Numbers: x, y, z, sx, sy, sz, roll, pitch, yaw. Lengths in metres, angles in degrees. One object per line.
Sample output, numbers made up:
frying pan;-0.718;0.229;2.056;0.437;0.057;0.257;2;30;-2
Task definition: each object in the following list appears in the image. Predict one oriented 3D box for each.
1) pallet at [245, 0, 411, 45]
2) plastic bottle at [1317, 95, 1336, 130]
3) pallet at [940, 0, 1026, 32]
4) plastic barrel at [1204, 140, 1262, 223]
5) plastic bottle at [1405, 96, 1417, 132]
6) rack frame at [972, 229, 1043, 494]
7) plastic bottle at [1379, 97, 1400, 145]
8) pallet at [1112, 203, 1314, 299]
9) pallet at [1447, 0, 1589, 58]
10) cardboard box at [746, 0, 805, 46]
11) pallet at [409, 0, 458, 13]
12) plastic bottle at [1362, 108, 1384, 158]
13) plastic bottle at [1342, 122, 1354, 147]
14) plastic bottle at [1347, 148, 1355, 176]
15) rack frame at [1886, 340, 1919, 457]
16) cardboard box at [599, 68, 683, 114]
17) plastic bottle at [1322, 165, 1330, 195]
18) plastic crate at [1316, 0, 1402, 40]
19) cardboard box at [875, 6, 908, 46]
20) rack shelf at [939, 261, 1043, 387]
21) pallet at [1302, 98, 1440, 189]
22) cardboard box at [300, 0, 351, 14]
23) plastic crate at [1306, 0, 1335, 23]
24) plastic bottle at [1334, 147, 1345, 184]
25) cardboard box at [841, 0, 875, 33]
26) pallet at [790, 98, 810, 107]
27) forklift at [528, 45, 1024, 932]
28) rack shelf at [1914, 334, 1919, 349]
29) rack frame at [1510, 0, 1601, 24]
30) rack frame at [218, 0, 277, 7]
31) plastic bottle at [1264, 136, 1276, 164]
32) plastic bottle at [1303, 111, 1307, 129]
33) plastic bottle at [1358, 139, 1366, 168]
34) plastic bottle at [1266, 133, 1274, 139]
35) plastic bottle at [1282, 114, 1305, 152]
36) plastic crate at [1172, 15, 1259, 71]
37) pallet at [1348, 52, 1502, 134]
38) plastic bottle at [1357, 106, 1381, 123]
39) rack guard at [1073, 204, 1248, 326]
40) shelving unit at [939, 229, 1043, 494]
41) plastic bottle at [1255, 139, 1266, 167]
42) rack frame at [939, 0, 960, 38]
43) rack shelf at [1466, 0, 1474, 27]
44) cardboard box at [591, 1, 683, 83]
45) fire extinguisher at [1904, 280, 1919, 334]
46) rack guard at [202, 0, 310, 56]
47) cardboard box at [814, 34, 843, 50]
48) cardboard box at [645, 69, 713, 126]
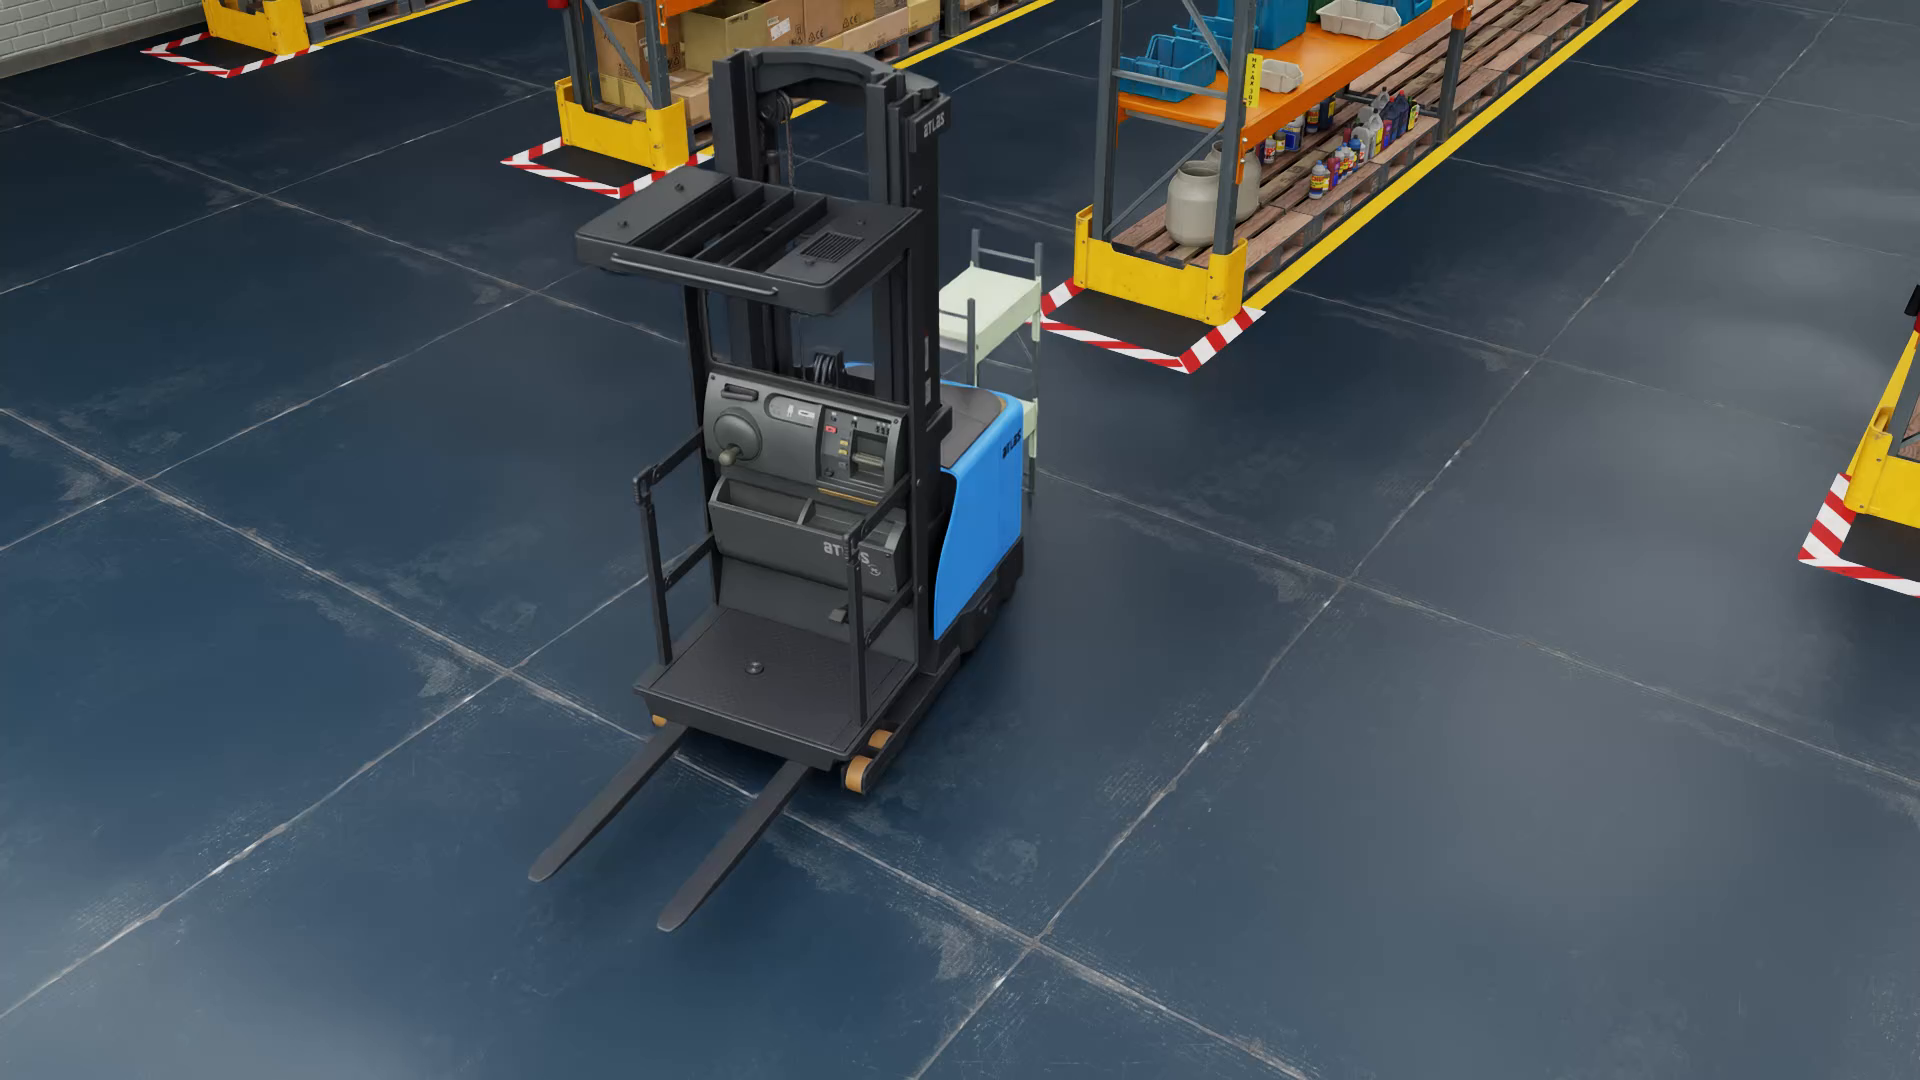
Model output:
pallet;-6.267;-5.271;16.531;1.003;0.211;1.213;21;39;28
plastic bottle;2.934;-3.504;13.402;0.144;0.351;0.185;21;39;28
pallet;-0.063;-5.485;16.848;1.003;0.211;1.213;21;39;28
plastic barrel;1.934;-2.565;11.887;0.421;0.512;0.421;0;34;0
plastic bottle;3.613;-3.435;13.359;0.061;0.283;0.133;23;41;30
rack frame;0.242;-0.939;8.976;0.400;1.500;0.023;17;38;23
plastic bottle;3.377;-3.313;13.118;0.144;0.351;0.185;19;39;26
pallet;1.808;-2.131;11.888;1.003;0.211;1.213;21;39;28
pallet;5.424;-5.046;16.199;1.003;0.211;1.213;21;39;28
cardboard box;-1.685;-4.434;14.215;0.500;0.500;0.500;21;39;28
pallet;-5.571;-5.830;17.358;1.003;0.211;1.213;21;39;28
plastic bottle;3.192;-3.164;12.899;0.144;0.351;0.185;21;39;28
plastic bottle;3.009;-3.096;12.859;0.061;0.283;0.133;21;39;28
plastic bottle;2.934;-2.871;12.599;0.097;0.201;0.097;0;34;0
rack frame;5.405;-1.282;8.143;1.000;3.000;0.127;21;39;28
cardboard box;-2.668;-3.824;13.982;0.500;0.250;0.500;21;39;28
plastic bottle;2.685;-2.669;12.300;0.097;0.201;0.097;0;34;0
plastic crate;2.899;-3.767;12.054;0.530;0.136;0.437;21;39;28
cardboard box;-0.829;-4.813;15.445;0.500;0.250;0.500;21;39;28
rack shelf;0.068;-1.082;8.491;0.431;0.370;0.720;17;38;23
pallet;3.199;-3.254;13.548;1.003;0.211;1.213;21;39;28
cardboard box;-6.335;-5.386;16.220;0.500;0.311;0.500;17;37;23
plastic crate;2.611;-4.082;12.473;0.450;0.188;0.662;21;39;28
plastic bottle;2.821;-2.808;12.443;0.097;0.271;0.097;0;34;0
cardboard box;-1.112;-4.893;14.894;0.500;0.500;0.500;21;39;28
pallet;-1.634;-4.217;14.973;1.003;0.211;1.213;21;39;28
forklift;-0.761;-0.385;6.879;1.130;2.935;3.031;15;37;21
rack shelf;6.545;-1.904;9.706;1.077;0.370;4.000;21;39;28
rack frame;5.897;-6.545;15.927;1.000;3.000;0.127;21;39;28
rack frame;-6.803;-6.028;15.162;1.000;3.000;0.127;21;39;28
plastic bottle;2.381;-3.012;12.807;0.097;0.201;0.097;0;34;0
plastic bottle;2.708;-3.464;13.342;0.144;0.351;0.185;20;39;26
plastic bottle;3.052;-2.966;12.738;0.097;0.201;0.097;0;34;0
plastic bottle;2.359;-3.182;12.926;0.144;0.351;0.185;23;40;30
plastic bottle;2.601;-3.201;13.020;0.152;0.276;0.135;21;39;28
plastic crate;1.750;-3.425;11.445;0.499;0.251;0.408;21;39;28
pallet;4.032;-3.923;14.538;1.003;0.211;1.213;21;39;28
plastic bottle;3.241;-3.317;13.192;0.152;0.276;0.135;21;39;28
rack guard;1.340;-1.878;11.257;1.175;0.500;0.348;21;39;28
shelving unit;0.068;-0.759;8.709;0.431;1.500;0.755;17;38;23
plastic bottle;2.277;-2.979;12.686;0.061;0.283;0.133;21;39;28
rack frame;-0.451;-6.288;15.547;1.000;3.000;0.127;21;39;28
rack shelf;4.757;-5.327;14.767;1.077;0.370;4.000;21;39;28
cardboard box;-2.670;-4.135;13.773;0.500;0.500;0.500;21;39;28
fire extinguisher;4.961;-1.344;8.305;0.296;0.674;0.183;21;39;28
rack guard;-6.760;-5.028;15.914;1.175;0.500;0.348;21;39;28
cardboard box;-1.386;-4.348;14.757;0.500;0.250;0.500;21;39;28
cardboard box;-2.243;-3.658;13.737;0.500;0.250;0.500;21;39;28
